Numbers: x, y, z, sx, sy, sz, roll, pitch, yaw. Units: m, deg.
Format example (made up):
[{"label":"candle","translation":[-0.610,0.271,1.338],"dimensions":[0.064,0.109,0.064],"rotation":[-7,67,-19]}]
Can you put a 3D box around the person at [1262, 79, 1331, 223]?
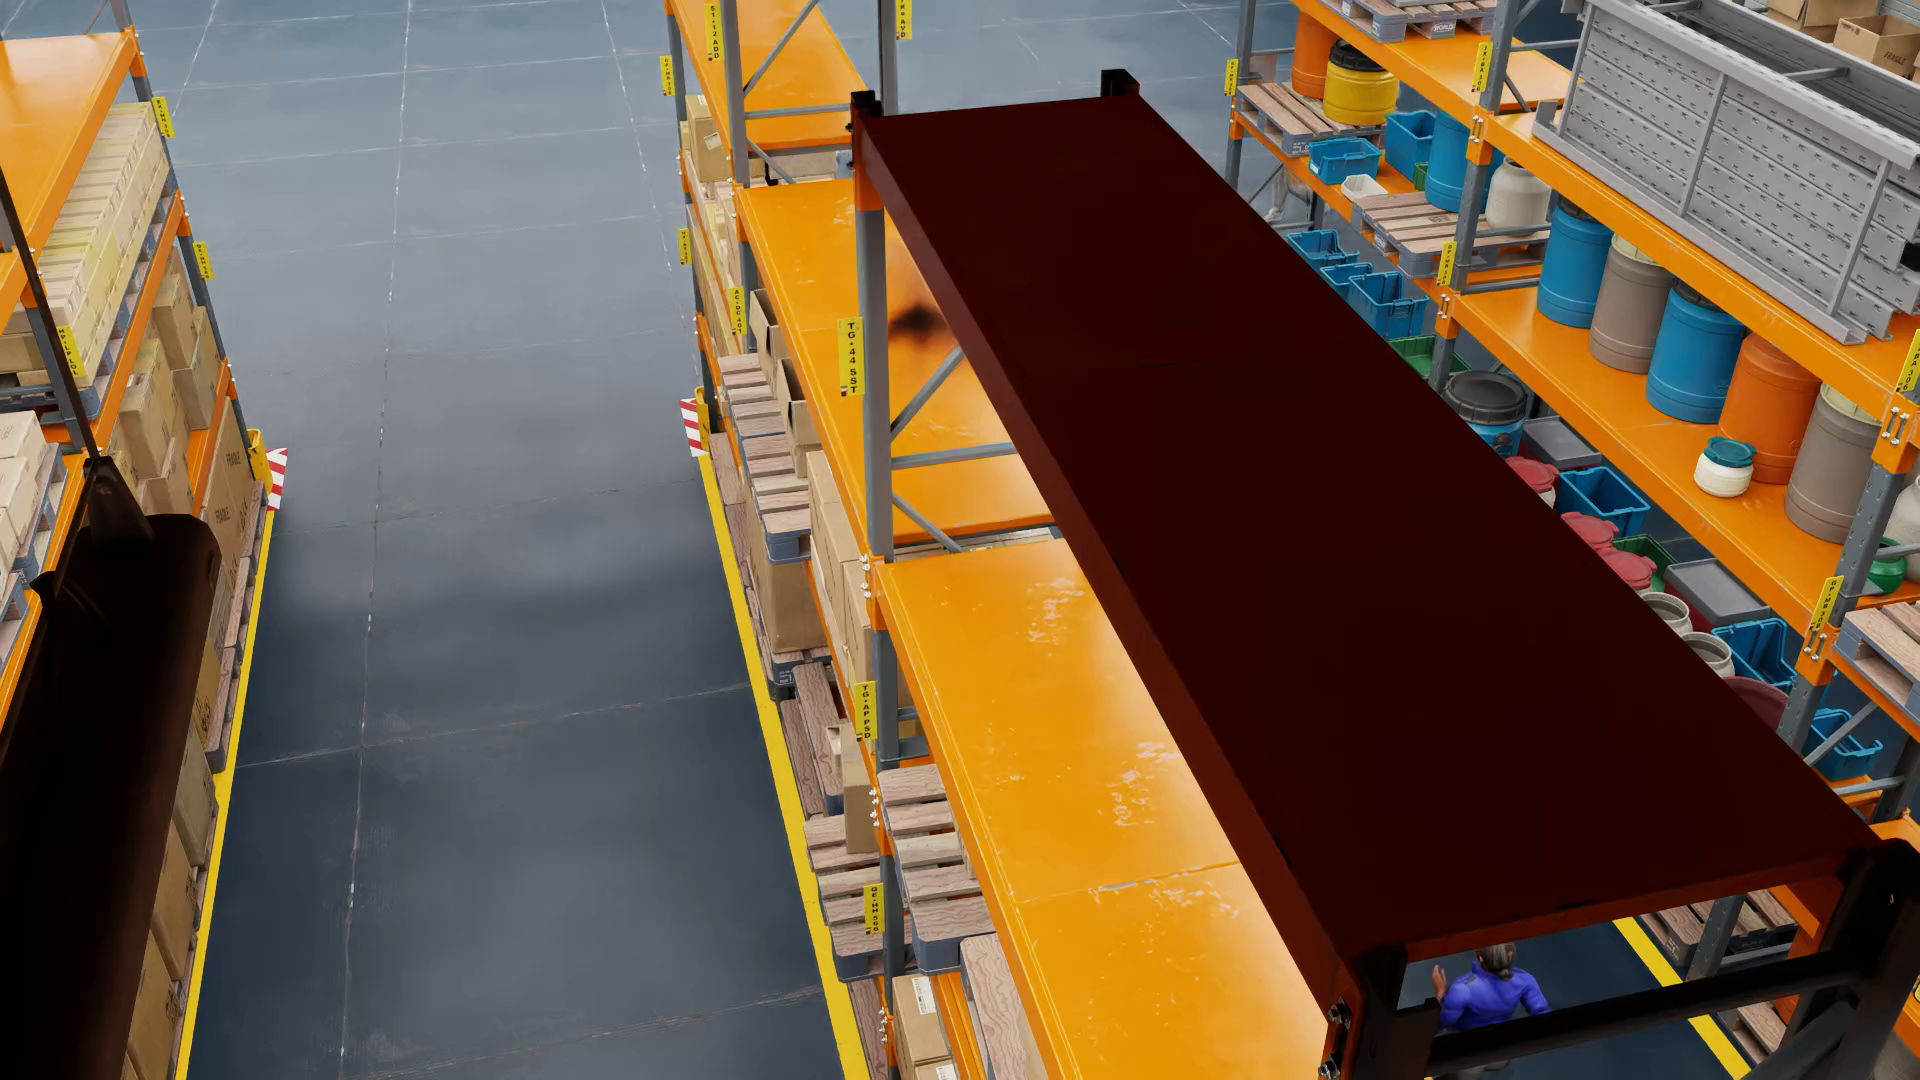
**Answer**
[{"label":"person","translation":[3.878,-4.391,18.945],"dimensions":[0.844,1.790,0.696],"rotation":[11,36,15]}]

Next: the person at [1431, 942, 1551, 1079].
[{"label":"person","translation":[2.592,2.596,8.422],"dimensions":[0.578,1.667,0.776],"rotation":[-10,36,-14]}]
